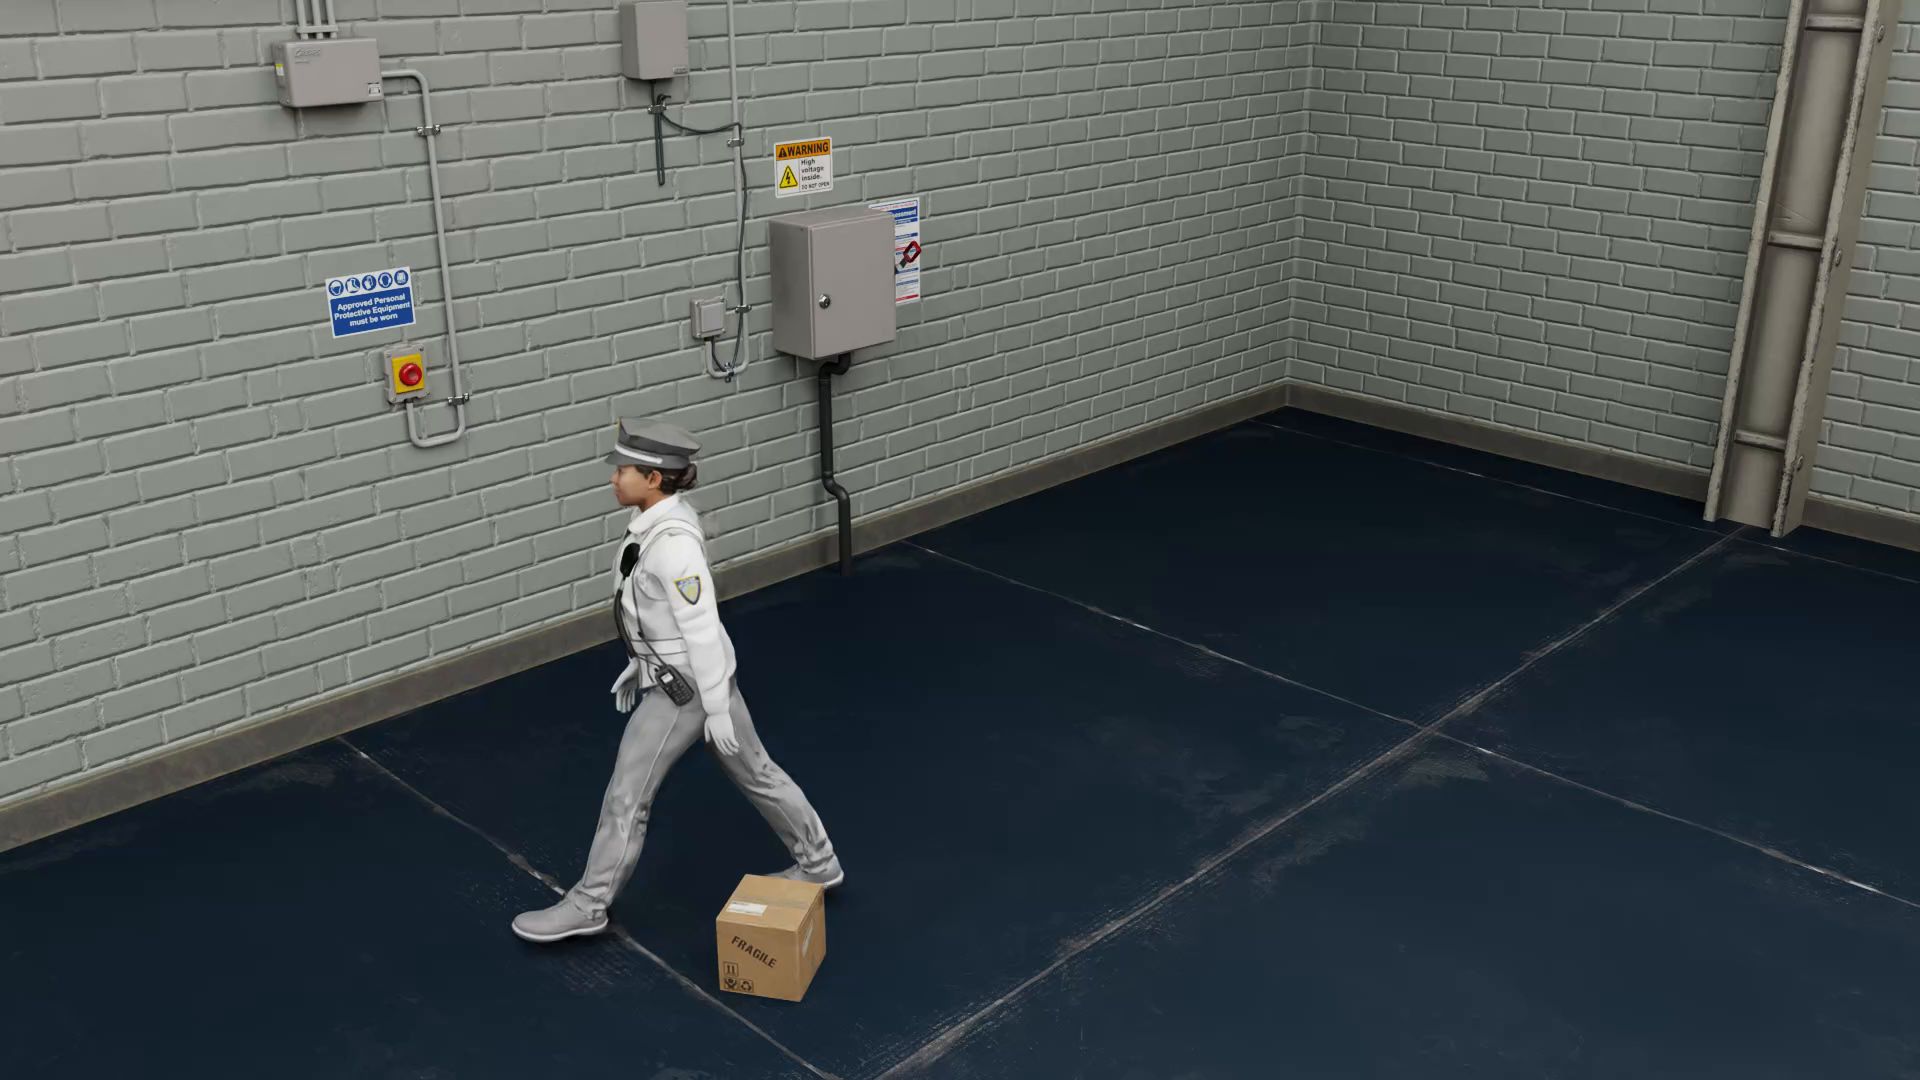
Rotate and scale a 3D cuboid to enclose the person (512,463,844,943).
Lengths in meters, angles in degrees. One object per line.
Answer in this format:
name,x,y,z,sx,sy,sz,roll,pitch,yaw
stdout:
person,-0.875,0.415,4.979,1.022,1.580,0.483,-3,21,-7
